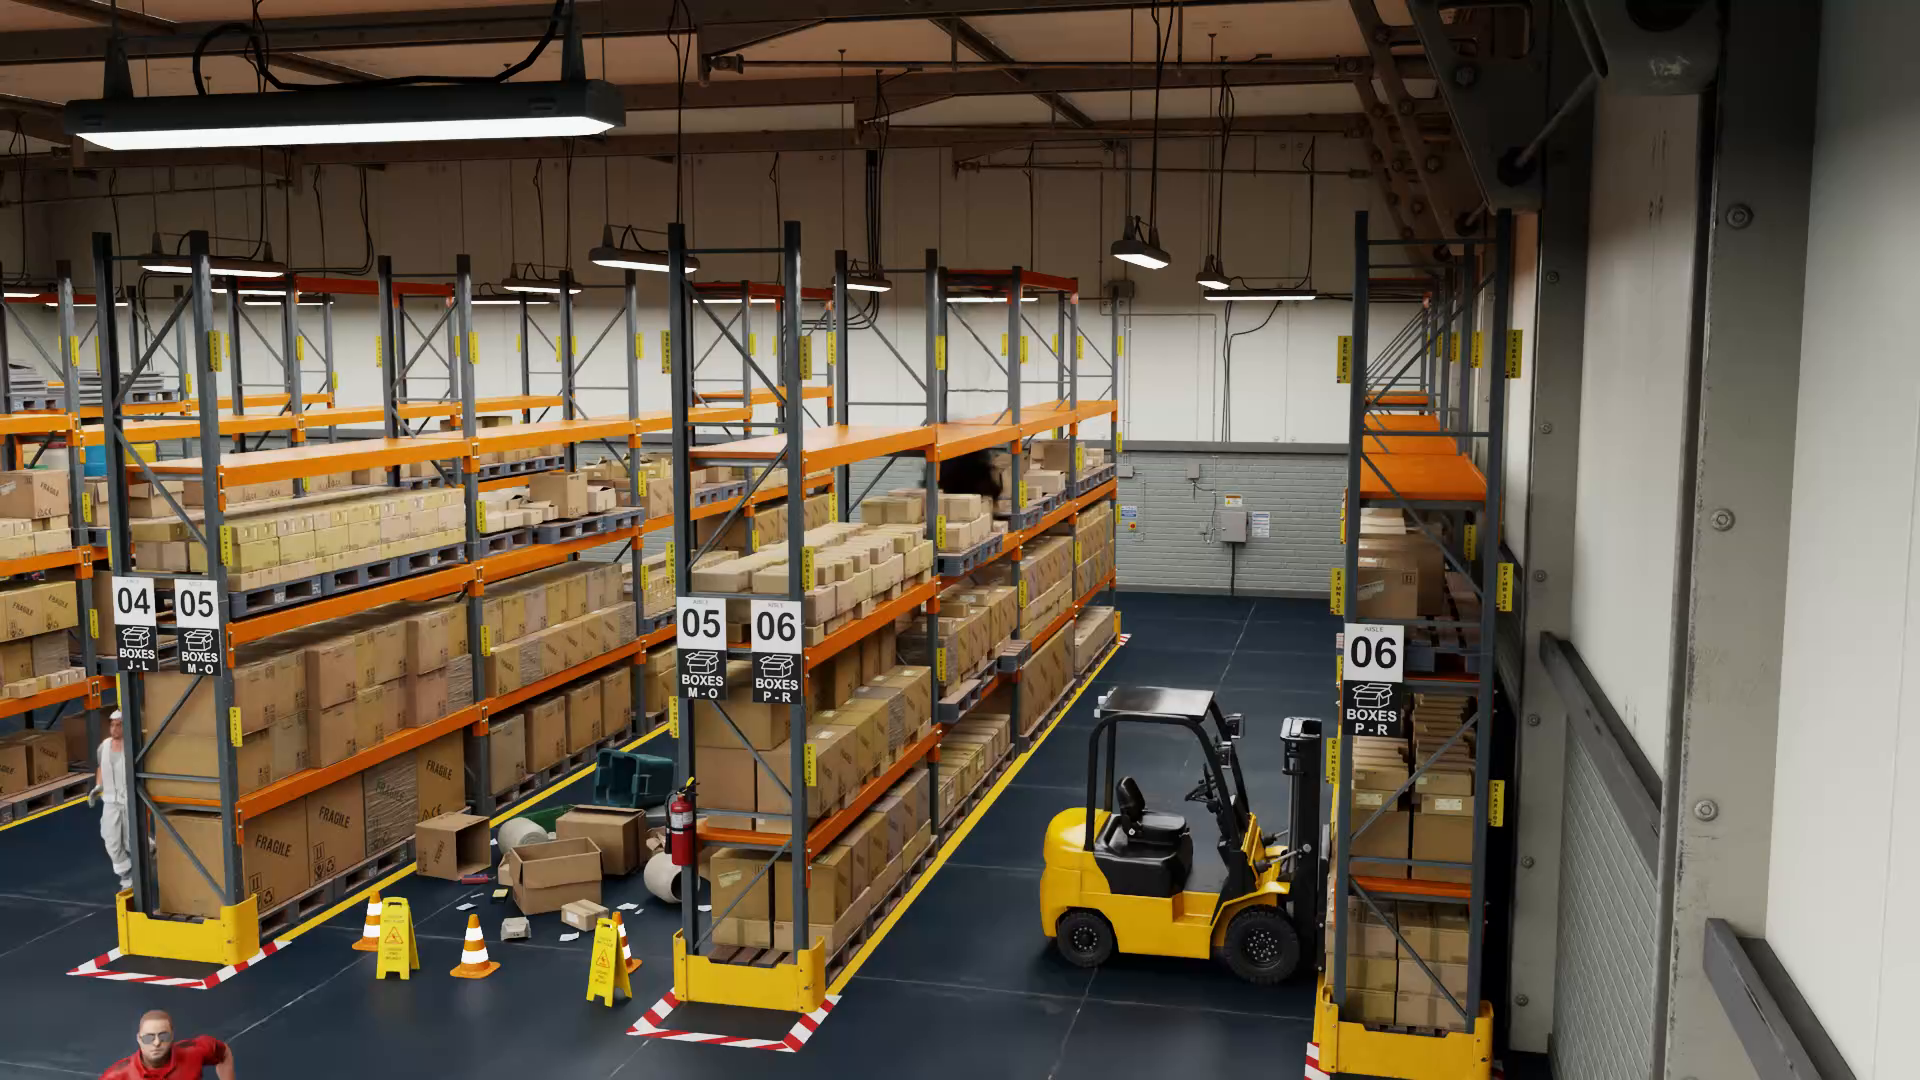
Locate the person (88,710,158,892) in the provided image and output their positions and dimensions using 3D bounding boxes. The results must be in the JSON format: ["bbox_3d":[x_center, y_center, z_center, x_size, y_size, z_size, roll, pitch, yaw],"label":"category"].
[{"bbox_3d":[-7.727,2.422,15.455,0.651,1.747,0.692,1,7,4],"label":"person"}]

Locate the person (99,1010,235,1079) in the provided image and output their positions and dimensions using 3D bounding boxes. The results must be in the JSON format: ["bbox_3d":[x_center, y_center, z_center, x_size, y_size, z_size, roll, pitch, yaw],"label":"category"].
[{"bbox_3d":[-4.148,3.276,8.712,0.686,1.777,0.874,-3,8,-25],"label":"person"}]
